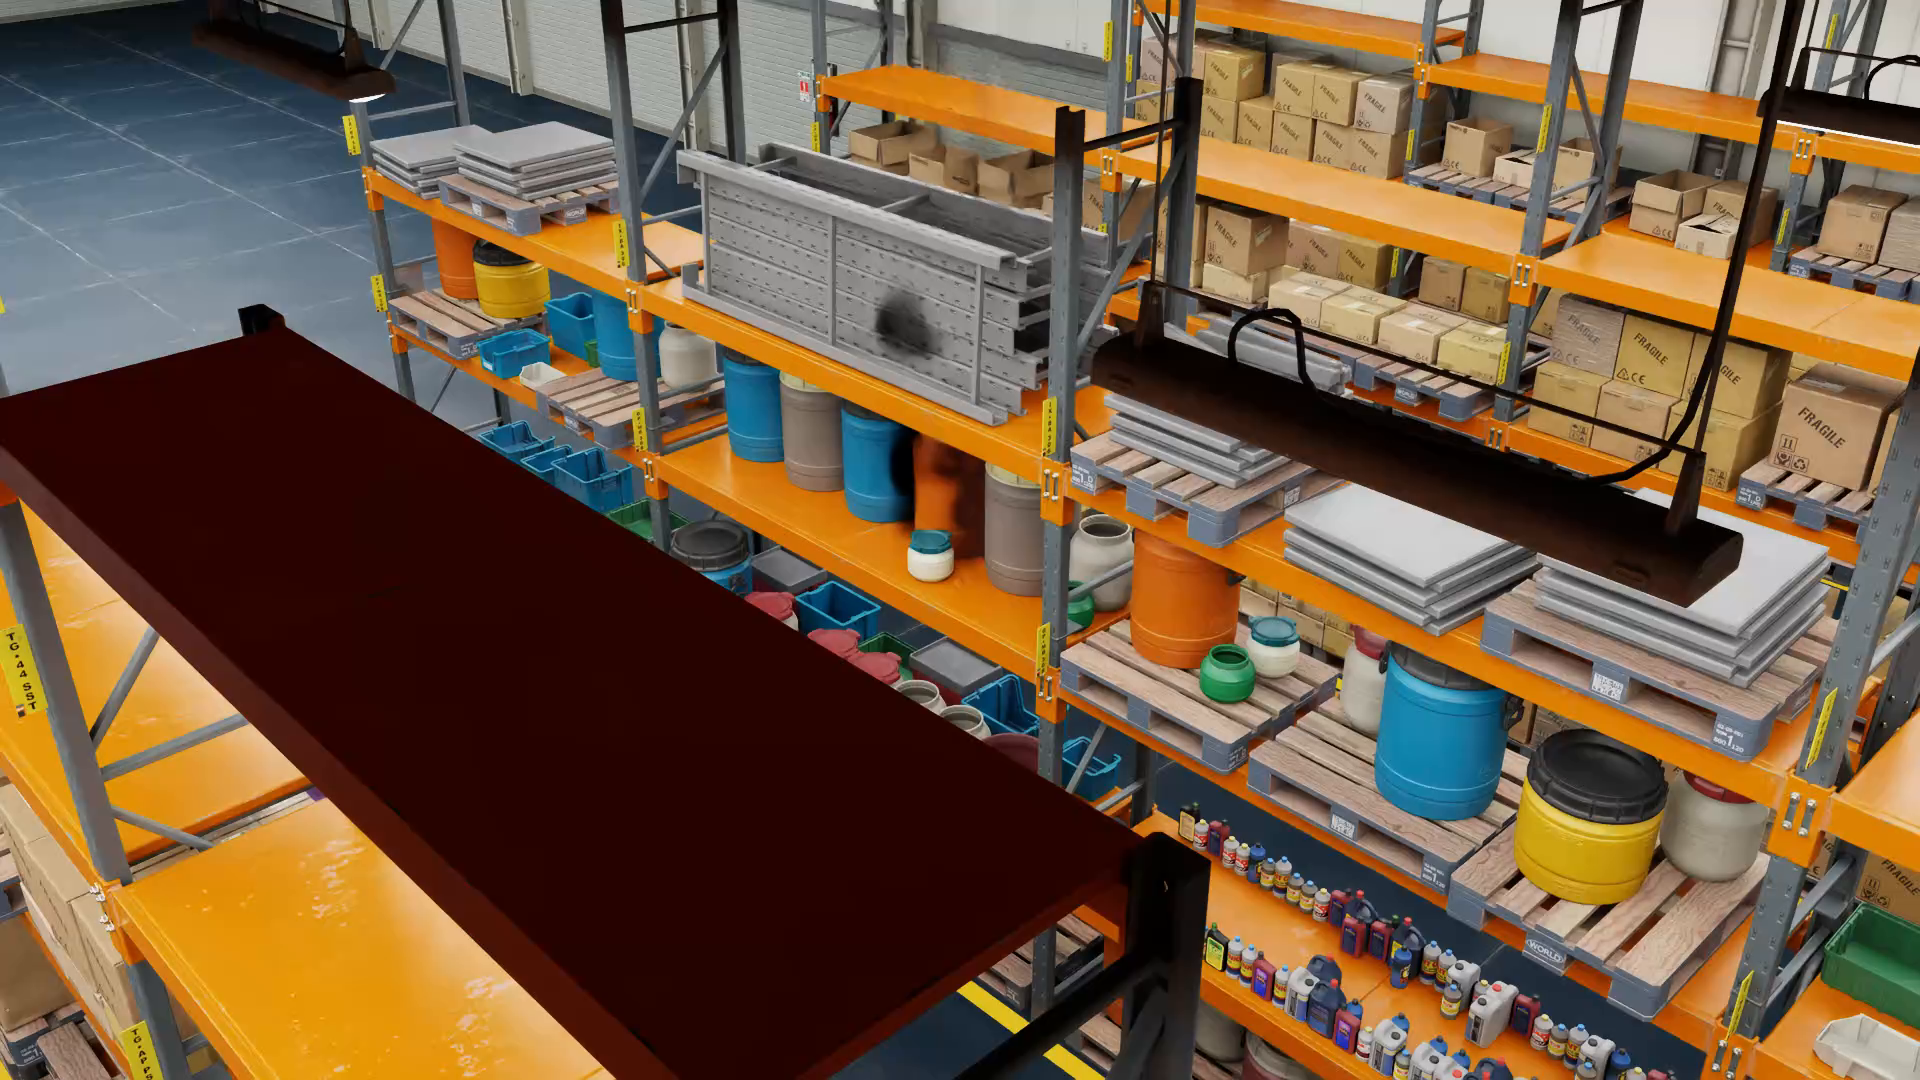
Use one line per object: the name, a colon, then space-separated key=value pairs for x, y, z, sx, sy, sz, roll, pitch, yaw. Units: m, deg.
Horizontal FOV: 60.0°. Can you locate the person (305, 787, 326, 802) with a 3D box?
person: x=-4.554 y=1.892 z=11.688 sx=0.539 sy=1.551 sz=0.622 roll=-24 pitch=37 yaw=-38
